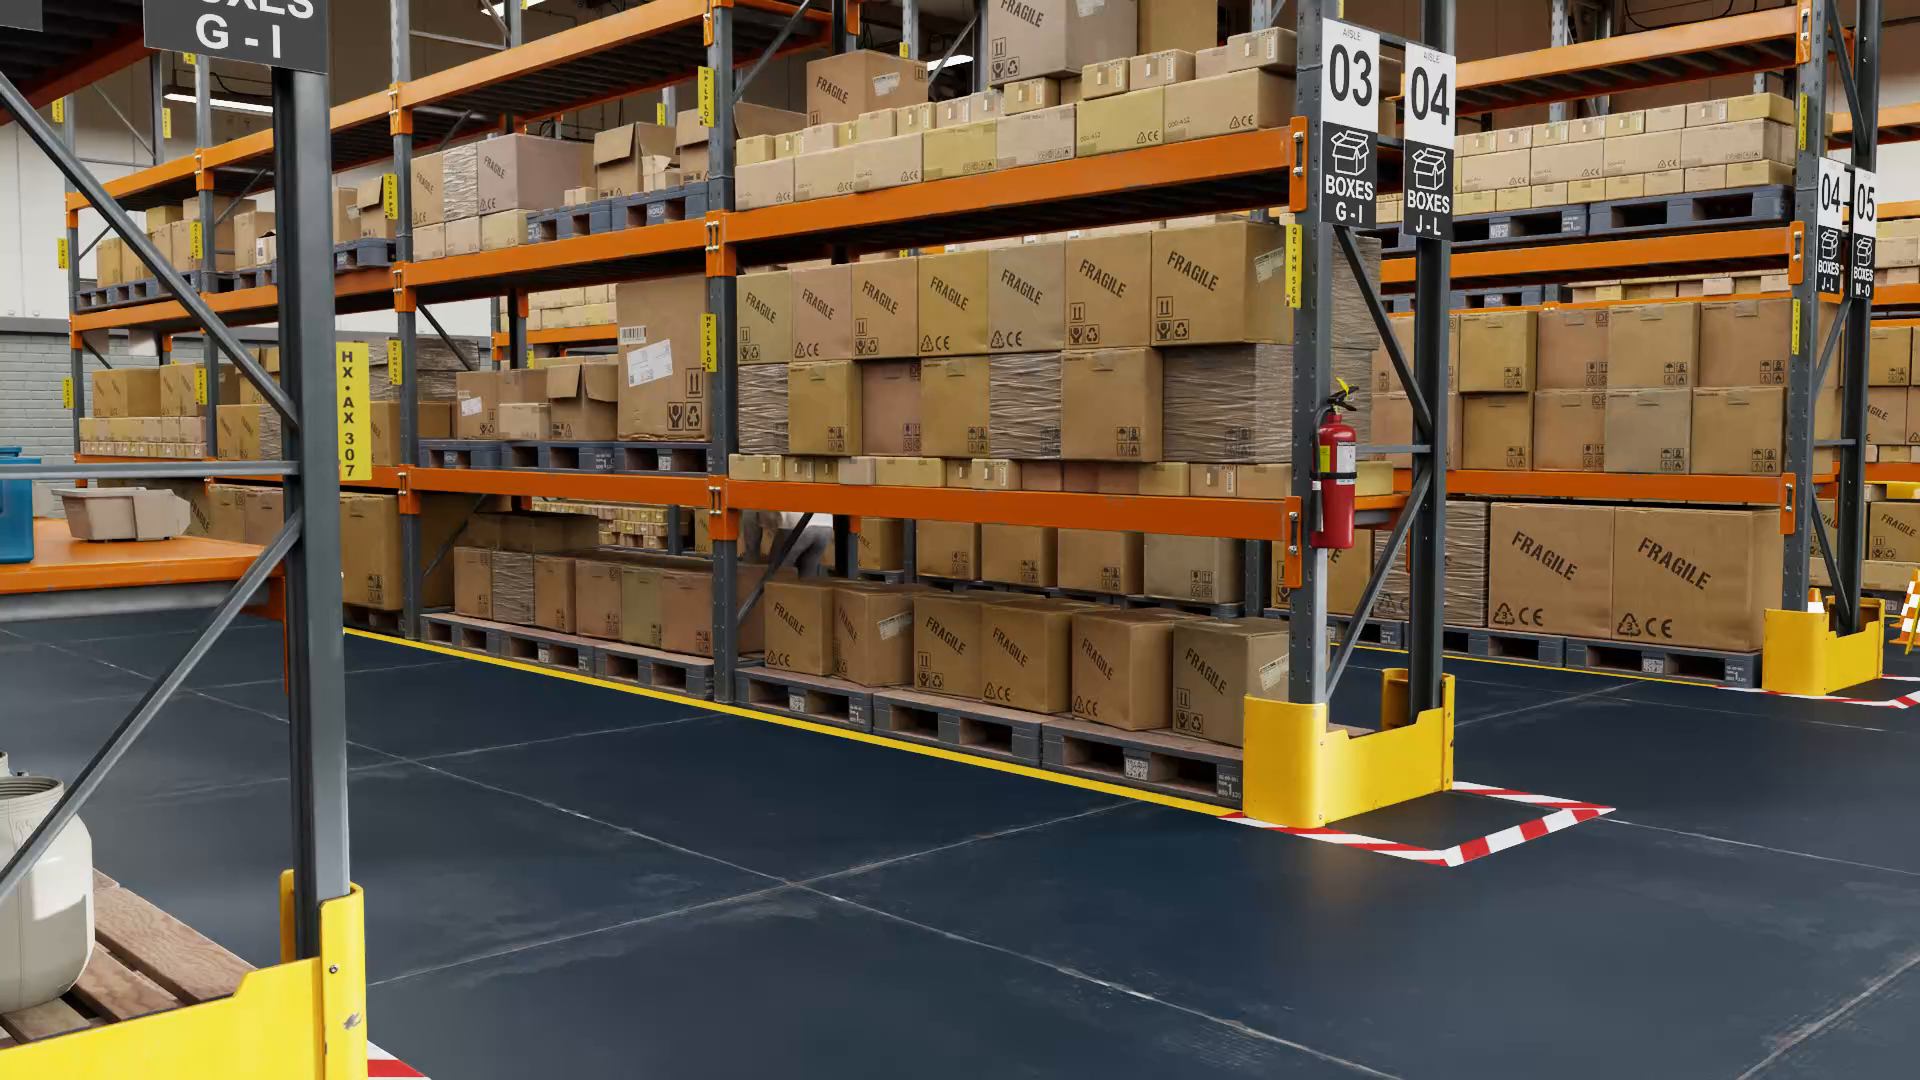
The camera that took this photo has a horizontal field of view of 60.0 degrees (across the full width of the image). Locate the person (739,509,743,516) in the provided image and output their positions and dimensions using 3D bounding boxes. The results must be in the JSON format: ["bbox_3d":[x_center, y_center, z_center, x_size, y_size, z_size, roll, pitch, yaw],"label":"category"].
[{"bbox_3d":[-3.661,-1.964,9.721,11.427,5.810,7.355,4,5,44],"label":"person"}]
